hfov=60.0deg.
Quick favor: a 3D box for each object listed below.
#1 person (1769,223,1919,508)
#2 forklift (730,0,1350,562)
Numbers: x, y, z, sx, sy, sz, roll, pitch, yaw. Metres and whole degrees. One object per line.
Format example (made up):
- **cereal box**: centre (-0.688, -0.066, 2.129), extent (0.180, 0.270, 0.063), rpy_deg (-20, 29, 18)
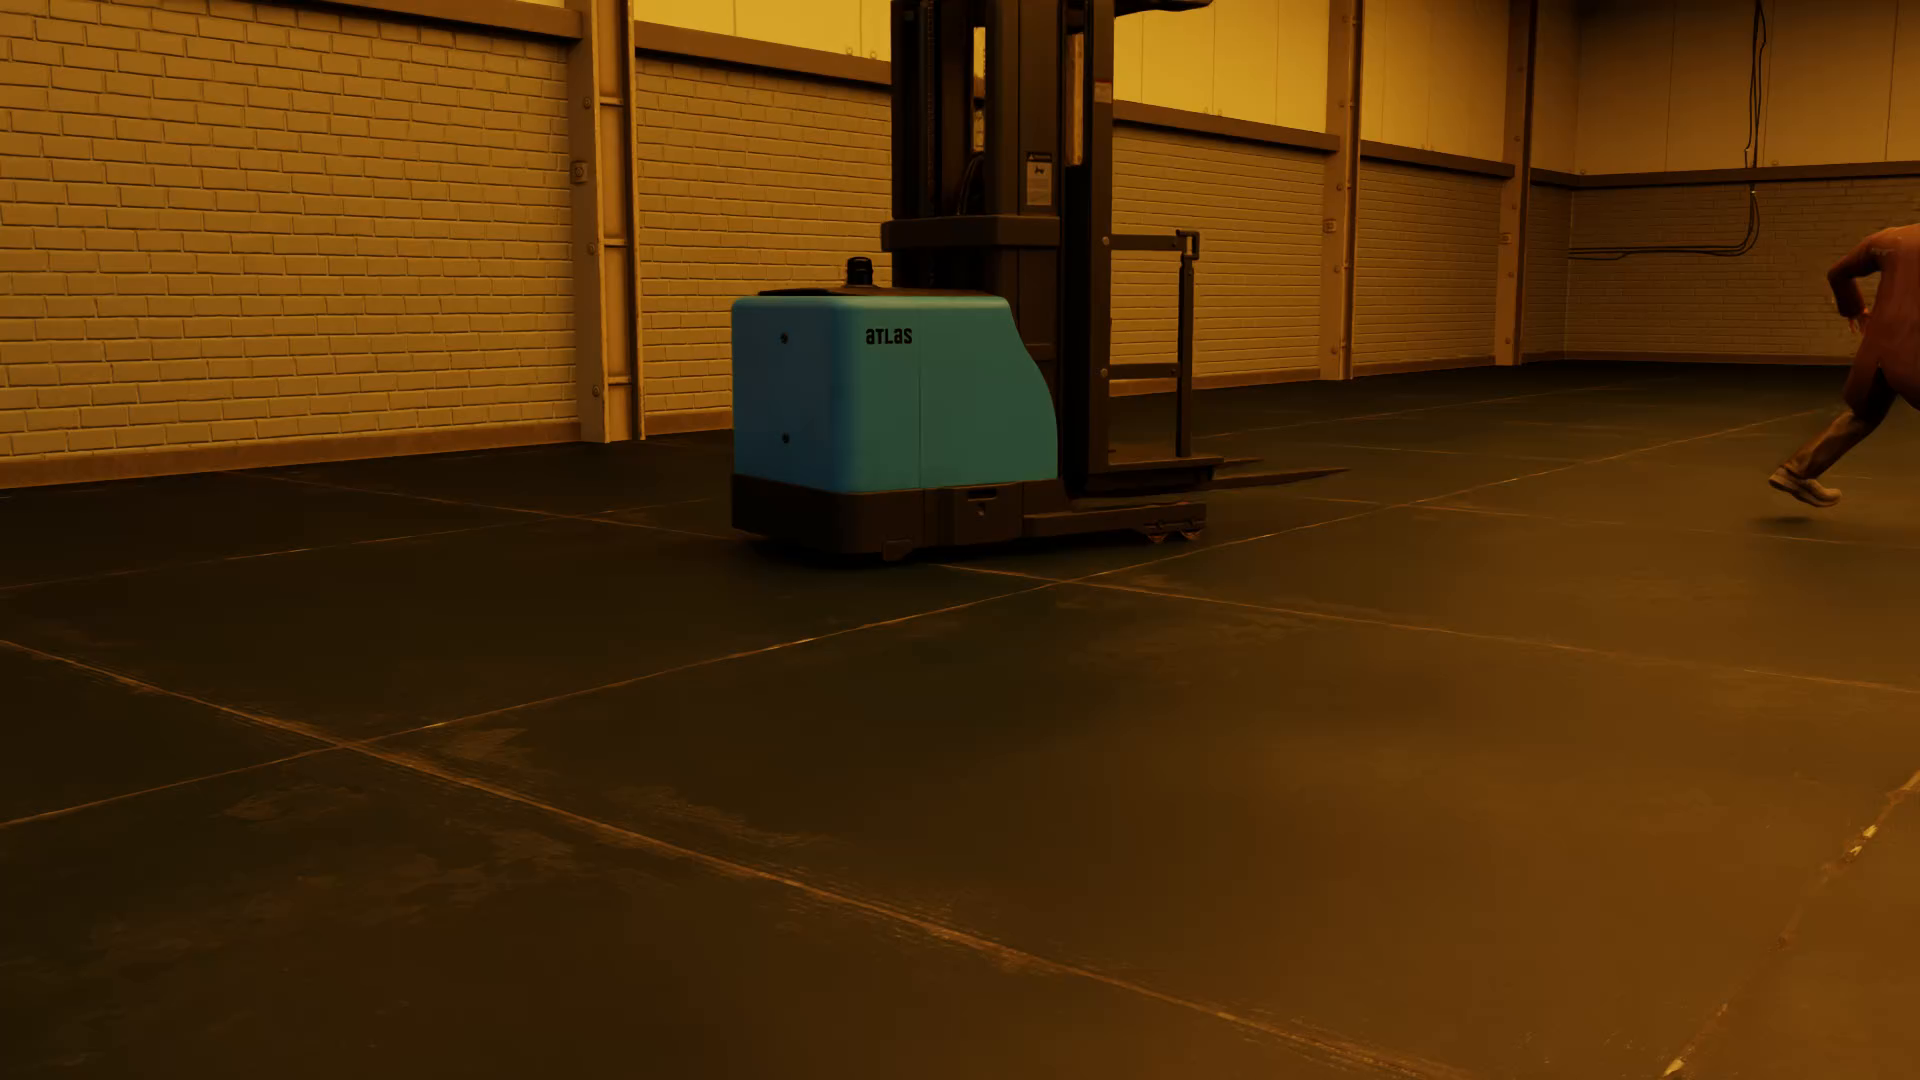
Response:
- **person**: centre (4.426, -0.799, 7.584), extent (0.611, 1.692, 1.220), rpy_deg (-3, 9, -21)
- **forklift**: centre (0.503, -1.502, 7.545), extent (3.031, 2.935, 1.130), rpy_deg (-6, 10, -34)
